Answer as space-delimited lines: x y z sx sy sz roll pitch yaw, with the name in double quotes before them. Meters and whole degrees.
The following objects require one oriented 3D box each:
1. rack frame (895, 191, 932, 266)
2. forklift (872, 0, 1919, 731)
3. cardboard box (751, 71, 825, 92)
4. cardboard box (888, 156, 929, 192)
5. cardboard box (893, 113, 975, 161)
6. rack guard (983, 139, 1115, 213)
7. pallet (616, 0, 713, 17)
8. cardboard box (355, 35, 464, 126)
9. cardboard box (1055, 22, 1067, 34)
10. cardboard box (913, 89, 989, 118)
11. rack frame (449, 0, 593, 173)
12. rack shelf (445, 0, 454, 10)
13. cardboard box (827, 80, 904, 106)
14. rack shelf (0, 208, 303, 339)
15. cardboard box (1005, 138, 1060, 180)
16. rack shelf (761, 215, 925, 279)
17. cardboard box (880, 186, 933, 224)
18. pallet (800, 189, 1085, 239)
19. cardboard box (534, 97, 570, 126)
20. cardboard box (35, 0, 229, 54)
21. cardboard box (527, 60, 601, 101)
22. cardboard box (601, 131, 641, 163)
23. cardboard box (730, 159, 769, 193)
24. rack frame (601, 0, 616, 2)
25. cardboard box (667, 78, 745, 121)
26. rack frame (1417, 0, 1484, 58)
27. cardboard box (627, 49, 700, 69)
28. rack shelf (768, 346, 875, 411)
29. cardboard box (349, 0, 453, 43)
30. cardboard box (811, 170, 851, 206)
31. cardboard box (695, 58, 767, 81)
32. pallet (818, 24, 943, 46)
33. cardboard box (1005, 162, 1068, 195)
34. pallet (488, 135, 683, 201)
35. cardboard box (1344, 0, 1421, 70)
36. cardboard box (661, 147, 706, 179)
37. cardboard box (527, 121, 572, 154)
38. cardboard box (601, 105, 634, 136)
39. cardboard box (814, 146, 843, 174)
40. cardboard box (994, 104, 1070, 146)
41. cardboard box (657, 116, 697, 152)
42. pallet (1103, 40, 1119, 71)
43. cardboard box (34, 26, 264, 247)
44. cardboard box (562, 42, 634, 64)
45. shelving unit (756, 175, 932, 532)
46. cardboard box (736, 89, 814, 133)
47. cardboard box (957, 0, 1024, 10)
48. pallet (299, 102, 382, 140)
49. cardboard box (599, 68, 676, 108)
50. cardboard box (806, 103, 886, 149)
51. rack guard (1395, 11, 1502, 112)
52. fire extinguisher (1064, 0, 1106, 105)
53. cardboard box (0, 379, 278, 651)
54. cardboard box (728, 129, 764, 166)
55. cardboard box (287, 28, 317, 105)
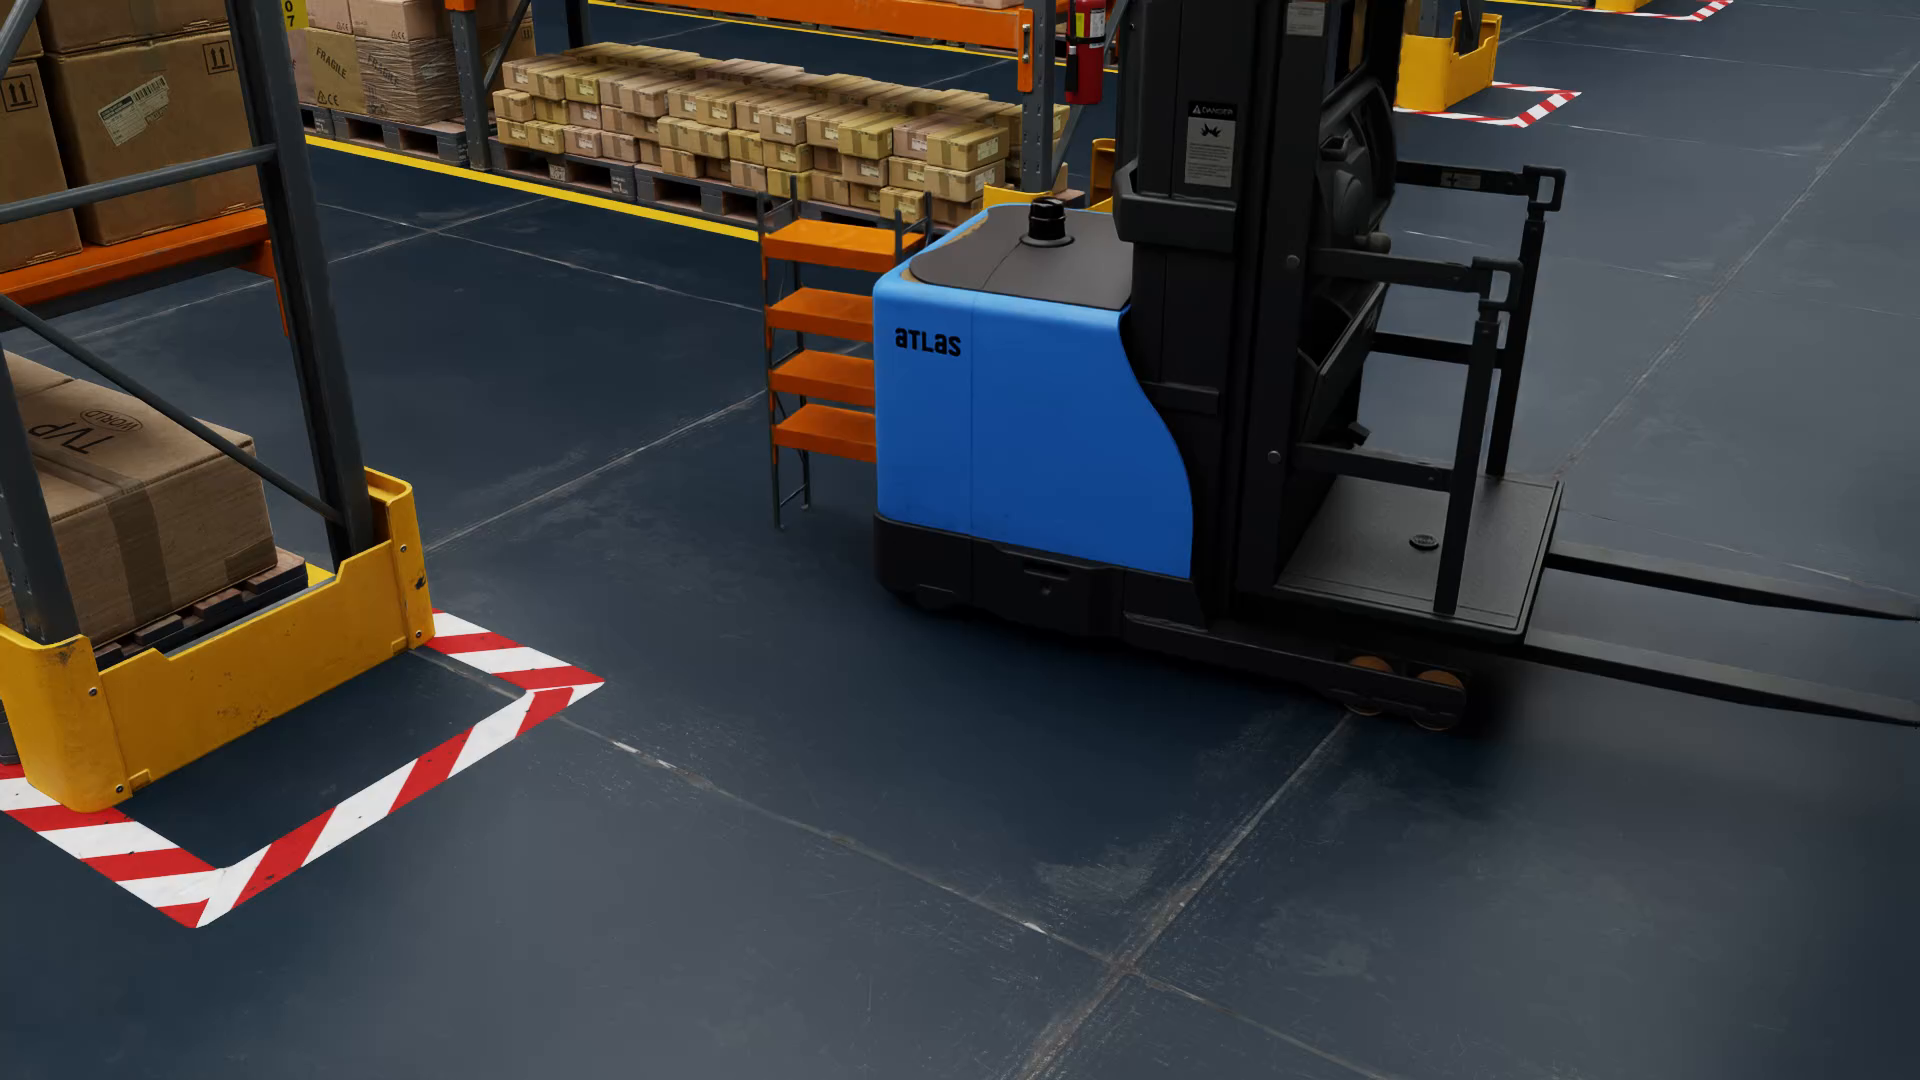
"rack frame" -0.146 -0.523 5.455 0.015 1.200 0.240 11 29 21
"forklift" 1.288 -1.043 4.568 3.031 2.935 1.130 11 29 21
"cardboard box" -0.975 -2.558 9.494 0.250 0.149 0.380 17 32 30
"cardboard box" -0.160 -1.921 8.569 0.250 0.149 0.380 16 31 29
"cardboard box" -0.133 -2.064 8.524 0.250 0.149 0.380 18 32 31
"rack guard" 0.559 -1.661 8.462 0.348 0.500 1.175 17 32 30
"pallet" -2.474 -5.165 15.666 1.213 0.211 1.003 17 32 30
"cardboard box" -3.428 -2.952 10.536 0.500 0.500 0.500 17 31 29
"cardboard box" 0.715 -4.652 13.463 0.875 0.875 0.875 17 32 30
"cardboard box" -0.048 -2.337 9.060 0.250 0.149 0.380 17 32 30
"rack frame" -2.675 -3.783 9.876 0.127 3.000 1.000 17 32 30
"rack shelf" -4.324 -3.976 11.048 4.000 0.370 1.077 17 32 30
"cardboard box" -0.523 -2.445 9.271 0.250 0.149 0.380 19 32 32
"rack shelf" -3.746 -1.072 5.342 4.000 0.370 1.077 17 32 30
"cardboard box" 0.335 -2.035 8.794 0.250 0.149 0.380 19 32 32
"rack shelf" -0.369 -0.918 5.365 0.480 0.148 0.258 11 29 21
"cardboard box" -0.199 -1.757 8.576 0.250 0.149 0.380 18 32 32
"pallet" -0.090 -1.754 8.964 1.213 0.211 1.003 17 32 30
"cardboard box" -2.298 -2.588 9.880 0.250 0.149 0.380 18 32 31
"cardboard box" -2.332 -1.599 4.372 0.500 0.500 0.500 17 31 29
"cardboard box" -2.315 -2.706 9.783 0.250 0.149 0.380 19 33 33
"cardboard box" -1.866 -2.326 9.694 0.250 0.149 0.380 17 31 29
"cardboard box" -1.039 -2.036 9.123 0.250 0.149 0.380 18 32 31
"rack frame" -3.081 -6.638 15.487 0.127 3.000 1.000 17 32 30
"cardboard box" -1.416 -2.466 9.312 0.250 0.149 0.380 16 31 28
"rack frame" 3.513 -4.584 11.450 0.127 3.000 1.000 17 32 30
"cardboard box" -1.792 -2.858 10.083 0.250 0.149 0.380 17 32 30
"rack shelf" -0.369 -0.508 5.574 0.480 0.148 0.258 11 29 21
"cardboard box" -3.432 -3.287 10.367 0.500 0.250 0.500 16 31 29
"cardboard box" -0.579 -1.916 8.888 0.250 0.149 0.380 18 32 31
"cardboard box" -1.347 -2.727 9.826 0.250 0.149 0.380 16 31 28
"pallet" -0.462 -4.538 14.435 1.213 0.211 1.003 17 32 30
"cardboard box" 0.371 -1.926 8.908 0.250 0.149 0.380 18 32 31
"pallet" -2.102 -2.381 10.195 1.213 0.211 1.003 17 32 30
"cardboard box" 2.941 -3.958 12.101 0.875 0.875 0.875 17 32 30
"cardboard box" -1.465 -2.168 9.382 0.250 0.149 0.380 16 31 29
"cardboard box" -2.338 -2.417 9.873 0.250 0.149 0.380 18 32 32
"cardboard box" -1.856 -2.468 9.645 0.250 0.149 0.380 16 31 28
"cardboard box" -0.567 -2.074 8.870 0.250 0.149 0.380 17 31 30
"cardboard box" 0.382 -2.199 8.788 0.250 0.149 0.380 16 31 28
"cardboard box" -1.471 -2.300 9.315 0.250 0.149 0.380 17 32 30
"pallet" 1.809 -3.831 13.045 1.213 0.211 1.003 17 32 30
"cardboard box" -2.330 -1.154 4.600 0.500 0.500 0.500 17 32 30
"cardboard box" -2.235 -2.970 10.304 0.250 0.149 0.380 18 32 32
"shelving unit" -0.369 -0.568 5.543 0.503 1.200 0.258 11 29 21
"cardboard box" -1.003 -2.331 9.047 0.250 0.149 0.380 16 31 29
"cardboard box" 0.193 -2.622 7.871 0.250 0.149 0.380 17 32 30
"pallet" -4.328 -3.052 11.515 1.213 0.211 1.003 17 32 30
"cardboard box" -1.851 -2.601 9.577 0.250 0.149 0.380 16 31 29
"cardboard box" -0.596 -2.174 8.738 0.250 0.149 0.380 16 31 28
"rack guard" 3.533 -3.464 12.005 0.348 0.500 1.175 17 32 30
"fire extinguisher" 0.568 -2.318 7.493 0.183 0.674 0.296 17 32 30
"cardboard box" -2.698 -0.056 4.915 0.875 0.438 0.875 16 31 29
"cardboard box" -1.039 -2.167 9.053 0.250 0.149 0.380 19 33 33
"cardboard box" -4.271 -3.217 11.057 0.500 0.500 0.500 17 31 29
